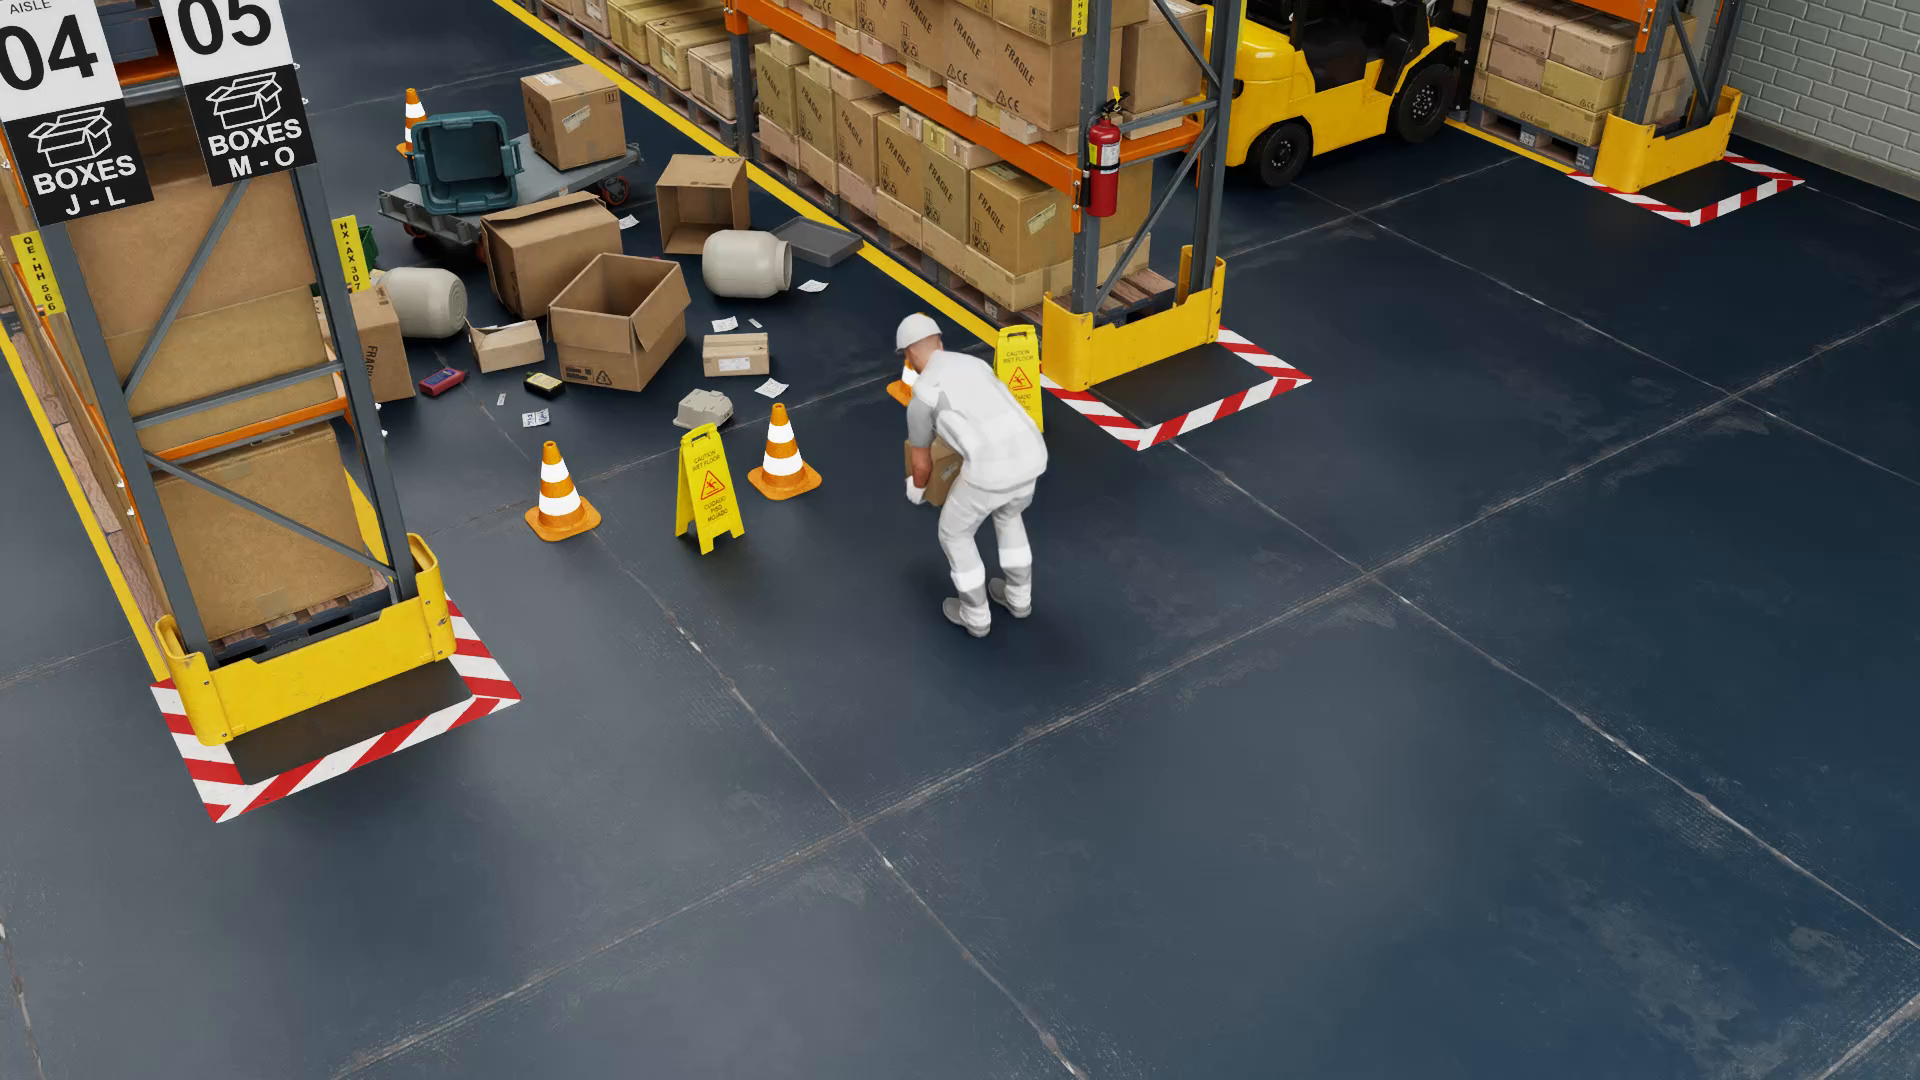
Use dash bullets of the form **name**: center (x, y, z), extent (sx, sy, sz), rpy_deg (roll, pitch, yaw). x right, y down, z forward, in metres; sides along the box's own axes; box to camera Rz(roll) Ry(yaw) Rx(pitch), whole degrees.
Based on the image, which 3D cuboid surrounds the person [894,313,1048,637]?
- **person**: center (0.020, -0.307, 7.739), extent (0.498, 1.392, 0.888), rpy_deg (-24, 42, -29)
